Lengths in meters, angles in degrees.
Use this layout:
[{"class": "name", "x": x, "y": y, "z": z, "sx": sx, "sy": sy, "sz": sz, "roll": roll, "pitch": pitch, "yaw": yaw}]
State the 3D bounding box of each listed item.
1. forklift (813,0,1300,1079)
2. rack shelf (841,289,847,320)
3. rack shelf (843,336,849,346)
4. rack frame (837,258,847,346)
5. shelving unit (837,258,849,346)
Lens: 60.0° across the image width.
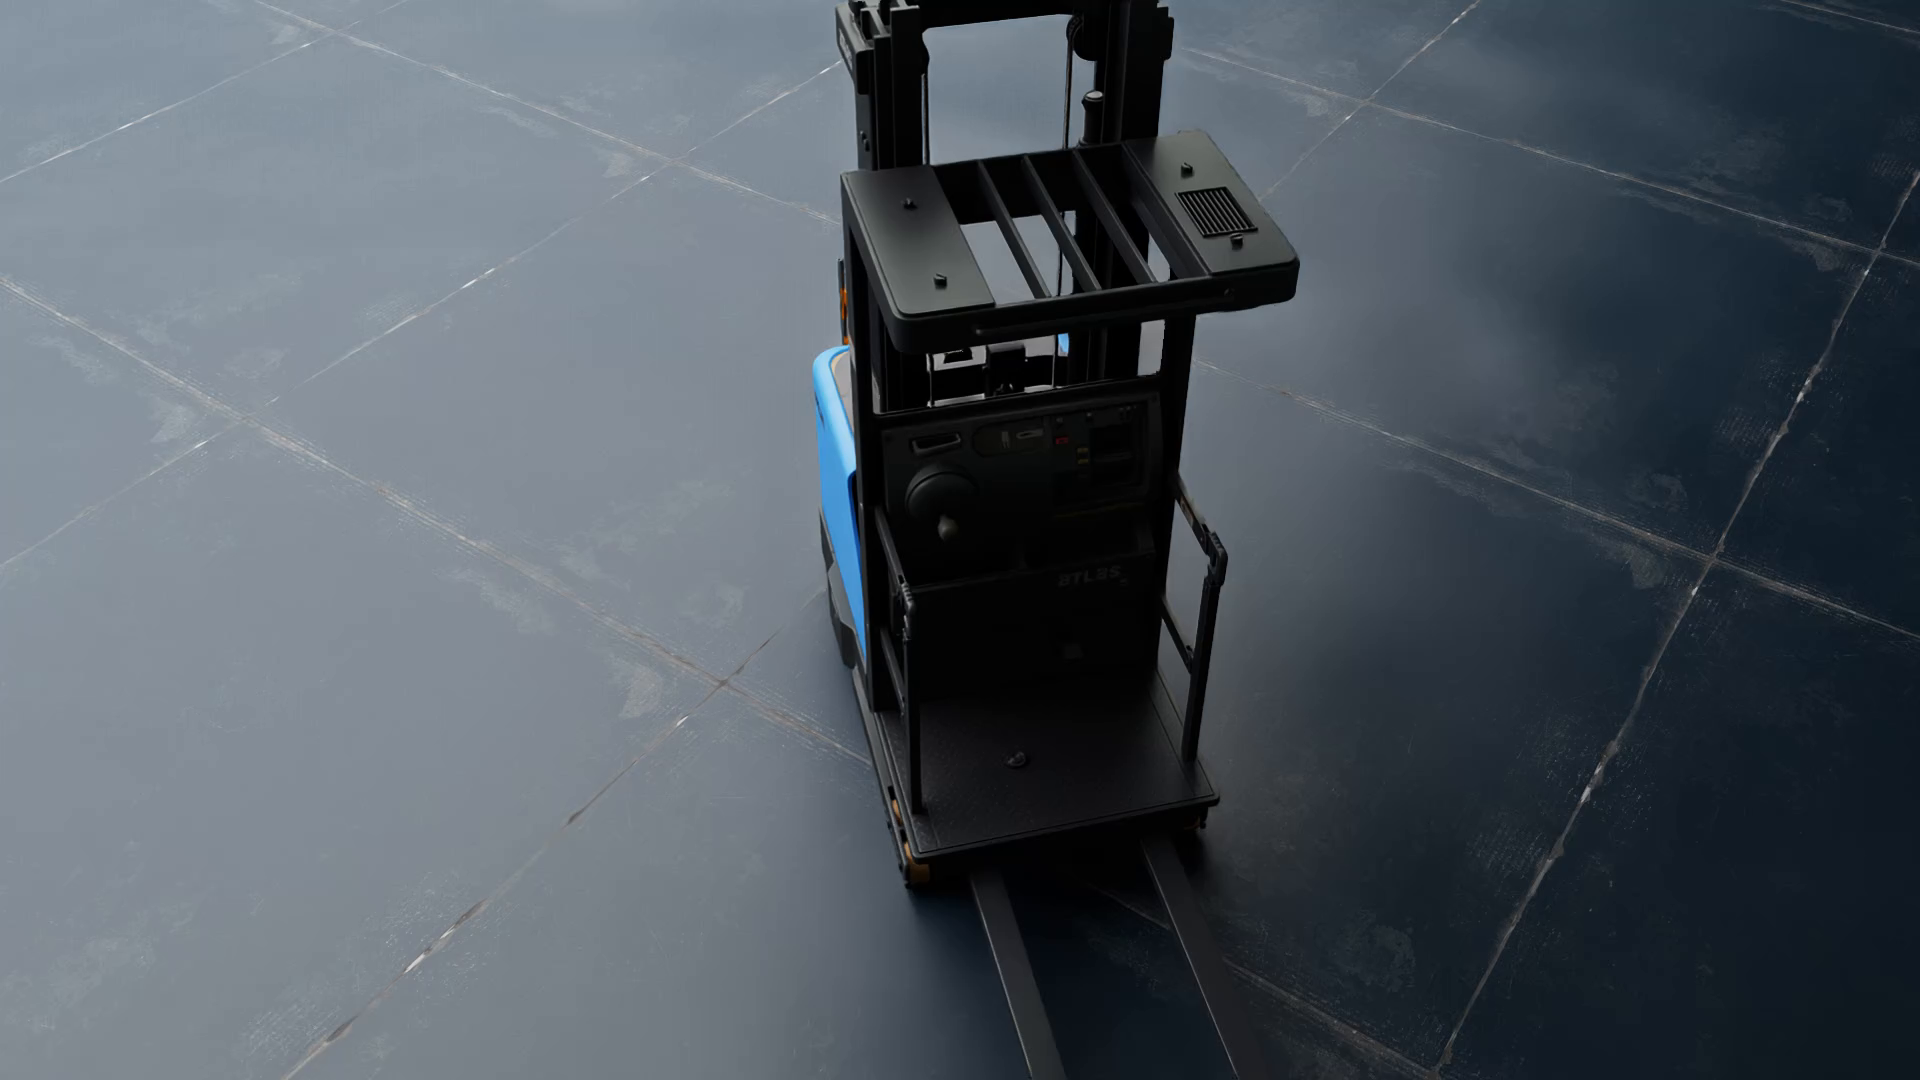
[{"class": "forklift", "x": 0.261, "y": -0.159, "z": 5.230, "sx": 1.130, "sy": 2.935, "sz": 3.031, "roll": -9, "pitch": 43, "yaw": -10}, {"class": "rack shelf", "x": -0.218, "y": -0.960, "z": 6.834, "sx": 0.480, "sy": 0.148, "sz": 0.258, "roll": 21, "pitch": 46, "yaw": 22}, {"class": "rack shelf", "x": -0.218, "y": -0.784, "z": 6.992, "sx": 0.480, "sy": 0.148, "sz": 0.258, "roll": 21, "pitch": 46, "yaw": 22}, {"class": "rack frame", "x": -0.430, "y": -0.749, "z": 7.187, "sx": 0.015, "sy": 1.200, "sz": 0.240, "roll": 21, "pitch": 46, "yaw": 22}, {"class": "shelving unit", "x": -0.218, "y": -0.668, "z": 7.096, "sx": 0.503, "sy": 1.200, "sz": 0.258, "roll": 21, "pitch": 46, "yaw": 22}]
